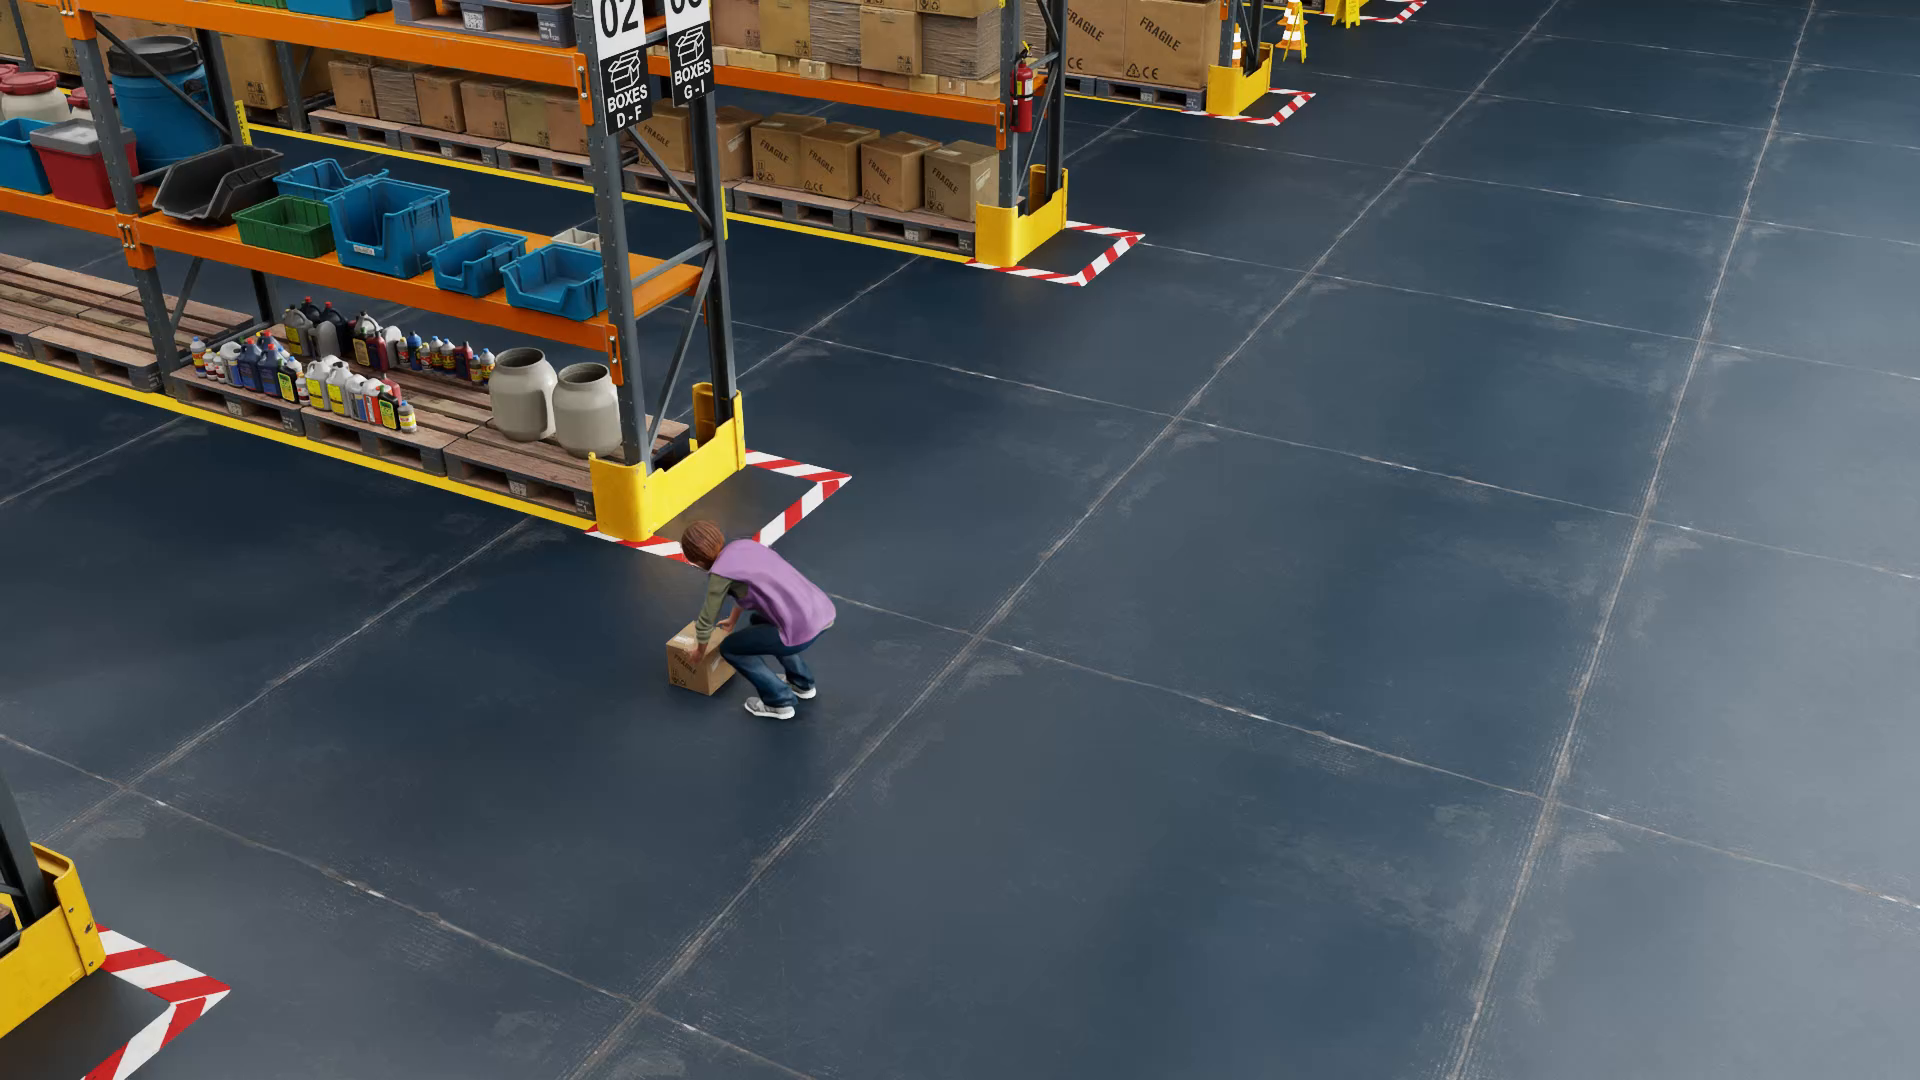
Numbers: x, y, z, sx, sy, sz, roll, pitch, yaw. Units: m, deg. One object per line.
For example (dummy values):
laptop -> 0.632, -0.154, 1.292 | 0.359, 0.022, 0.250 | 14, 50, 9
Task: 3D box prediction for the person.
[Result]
person -> -0.997, 0.399, 8.229 | 0.780, 0.973, 0.453 | 15, 33, 23
